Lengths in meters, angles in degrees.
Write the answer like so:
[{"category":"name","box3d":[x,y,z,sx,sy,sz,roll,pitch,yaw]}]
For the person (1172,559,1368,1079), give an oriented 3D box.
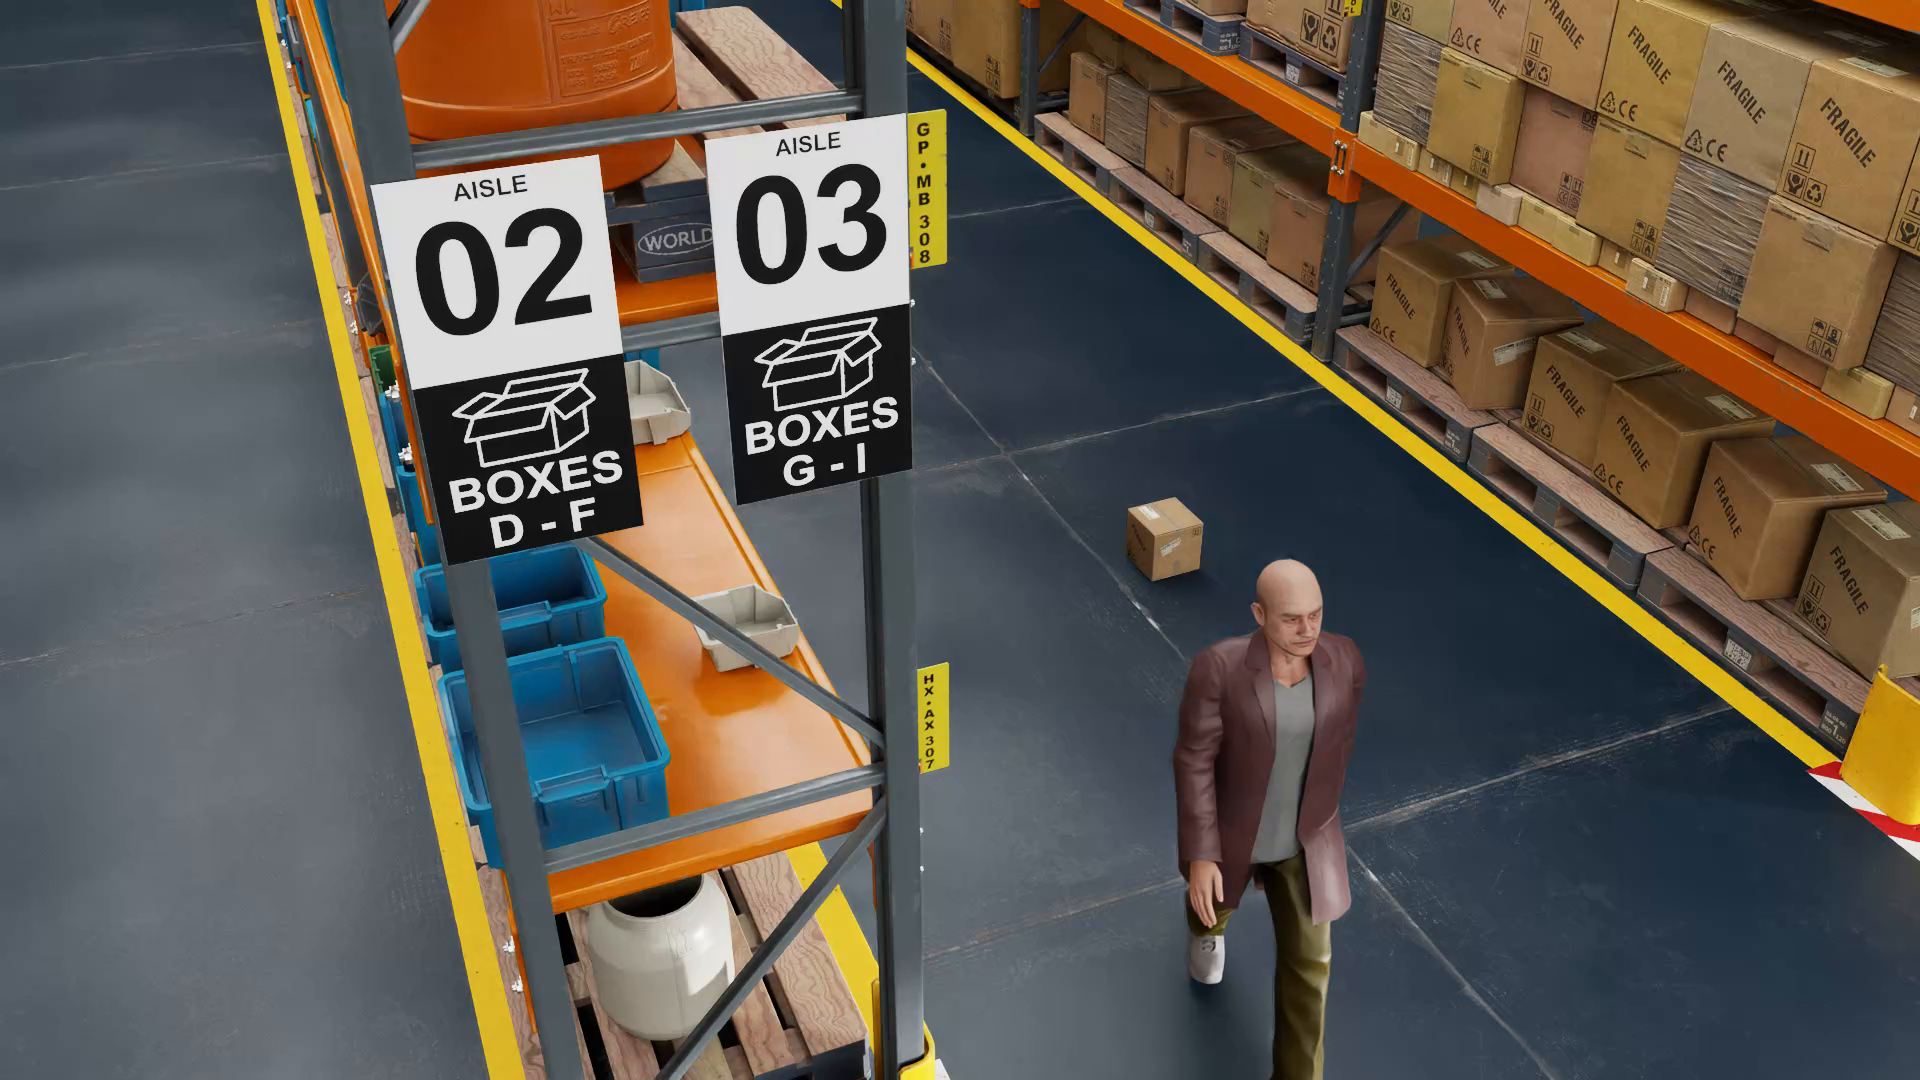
[{"category":"person","box3d":[0.887,0.865,4.815,0.571,1.715,1.119,-1,33,-2]}]
